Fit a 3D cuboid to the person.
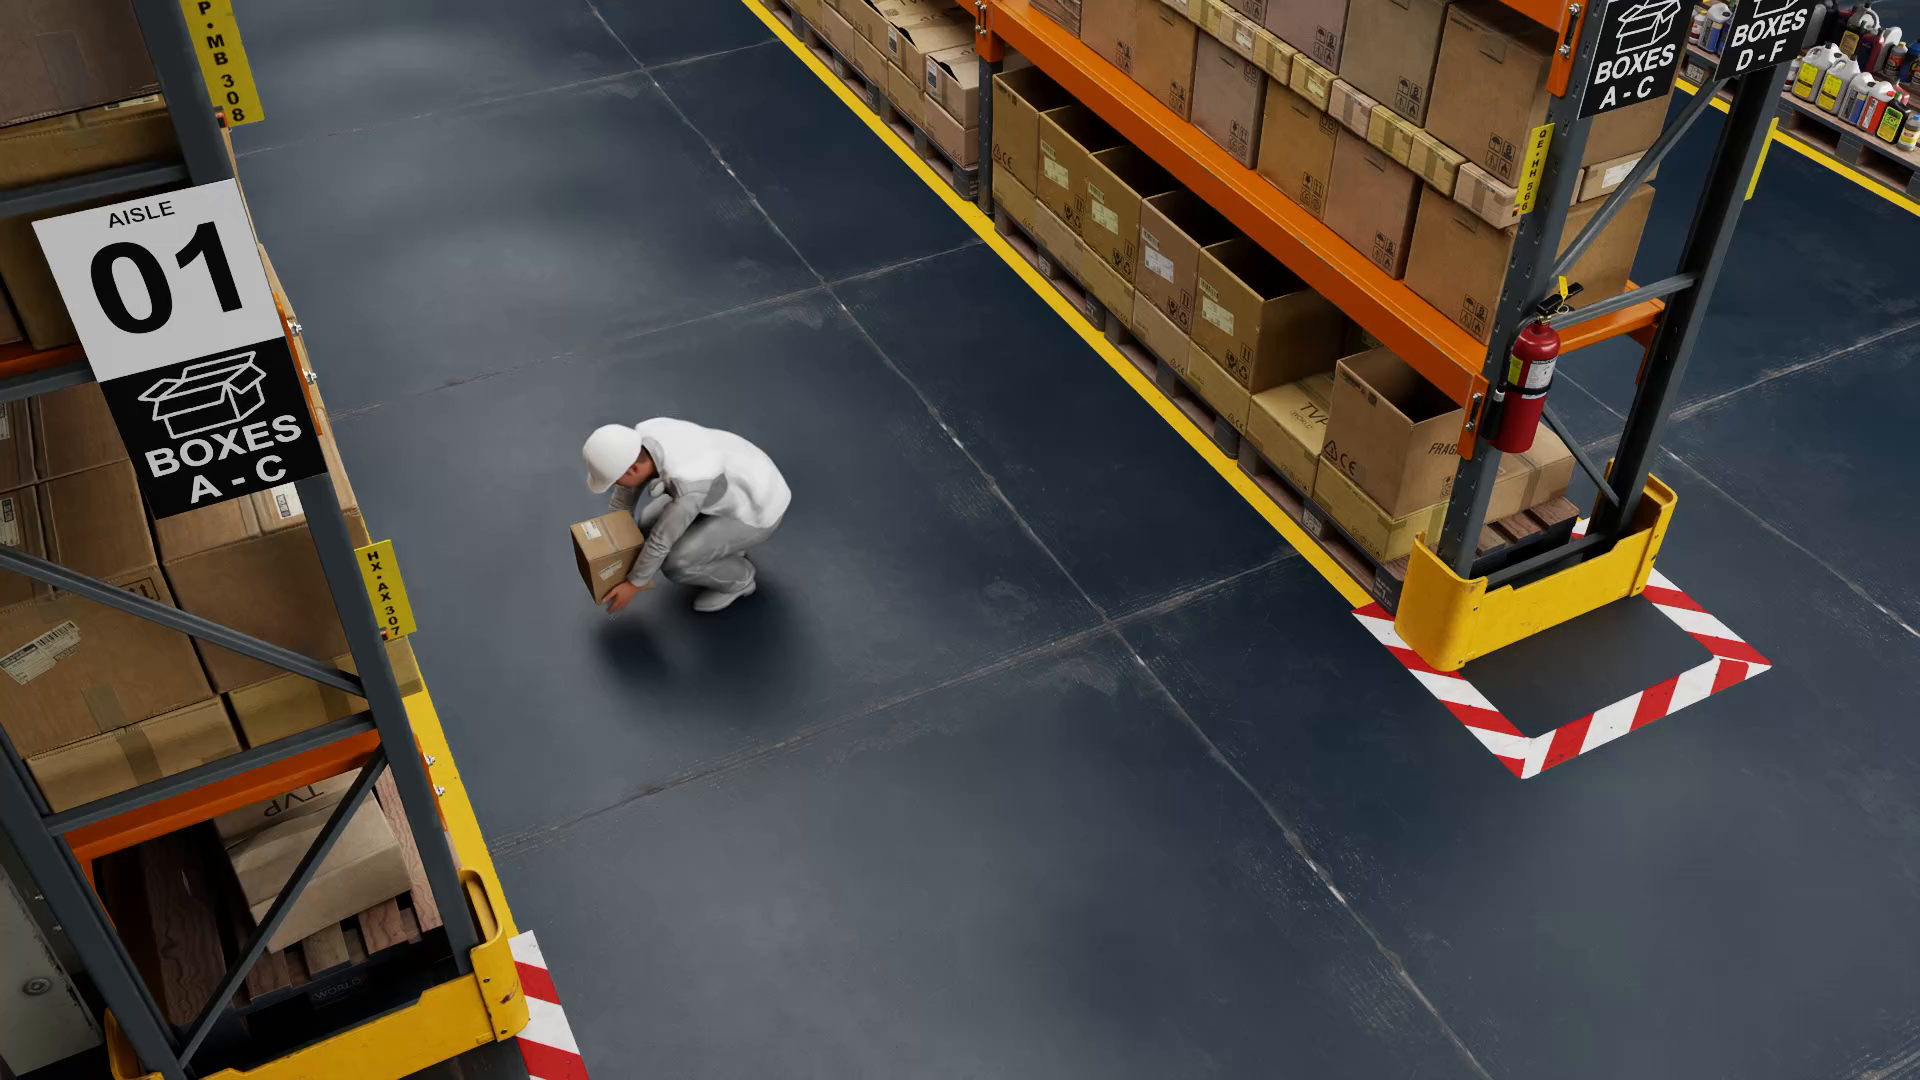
[{"bbox_3d":[-1.148,-0.162,6.916,0.878,1.011,0.526,-19,45,-21],"label":"person"}]
